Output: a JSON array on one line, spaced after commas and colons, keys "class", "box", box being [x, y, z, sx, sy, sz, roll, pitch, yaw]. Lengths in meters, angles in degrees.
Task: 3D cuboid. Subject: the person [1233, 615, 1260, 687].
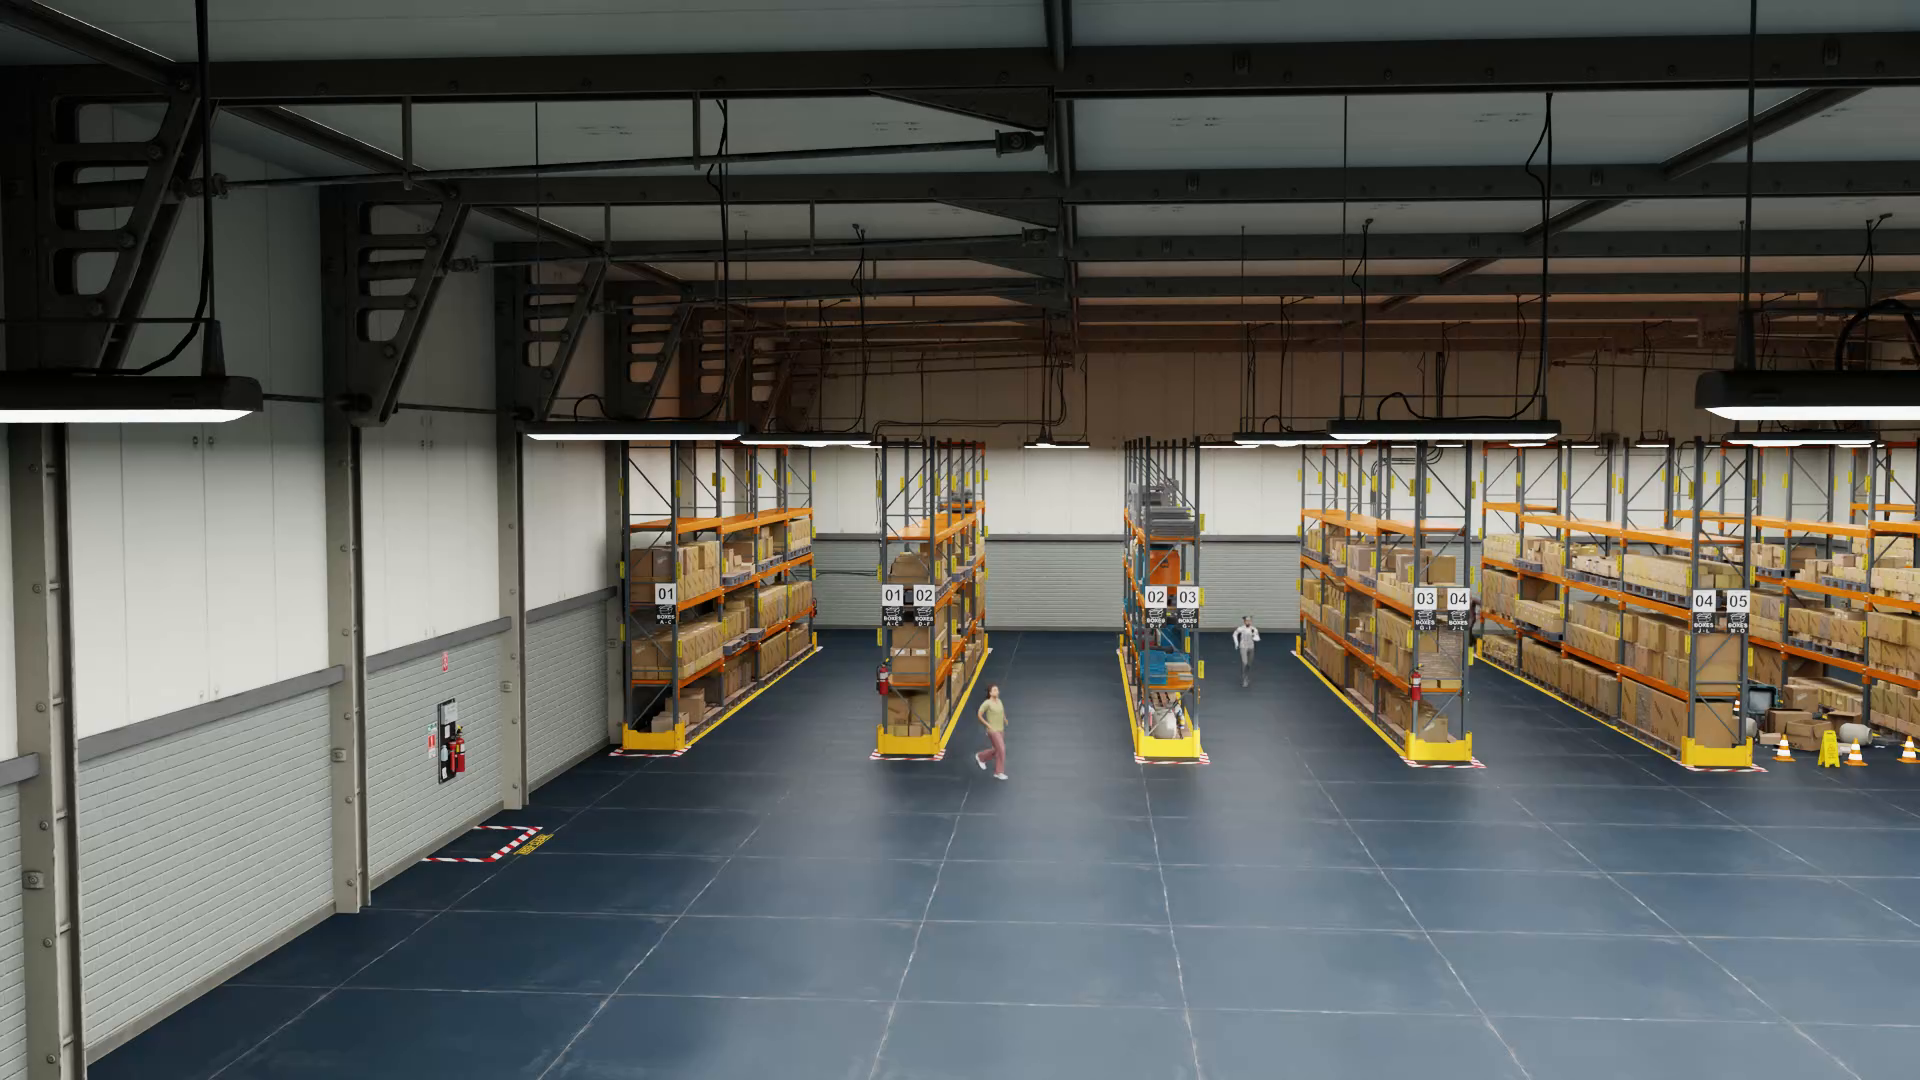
[{"class": "person", "box": [7.019, 2.704, 40.662, 0.584, 1.748, 0.748, 0, 3, -6]}]

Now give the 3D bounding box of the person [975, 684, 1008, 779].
[{"class": "person", "box": [0.564, 3.347, 29.200, 0.710, 1.655, 0.575, 2, 4, 39]}]

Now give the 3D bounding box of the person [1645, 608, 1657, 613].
[{"class": "person", "box": [19.707, 2.377, 47.347, 0.552, 1.634, 0.676, 2, 3, 29]}]

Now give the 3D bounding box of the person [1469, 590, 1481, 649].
[{"class": "person", "box": [14.499, 2.319, 47.367, 0.788, 1.841, 0.742, -1, 3, -20]}]
